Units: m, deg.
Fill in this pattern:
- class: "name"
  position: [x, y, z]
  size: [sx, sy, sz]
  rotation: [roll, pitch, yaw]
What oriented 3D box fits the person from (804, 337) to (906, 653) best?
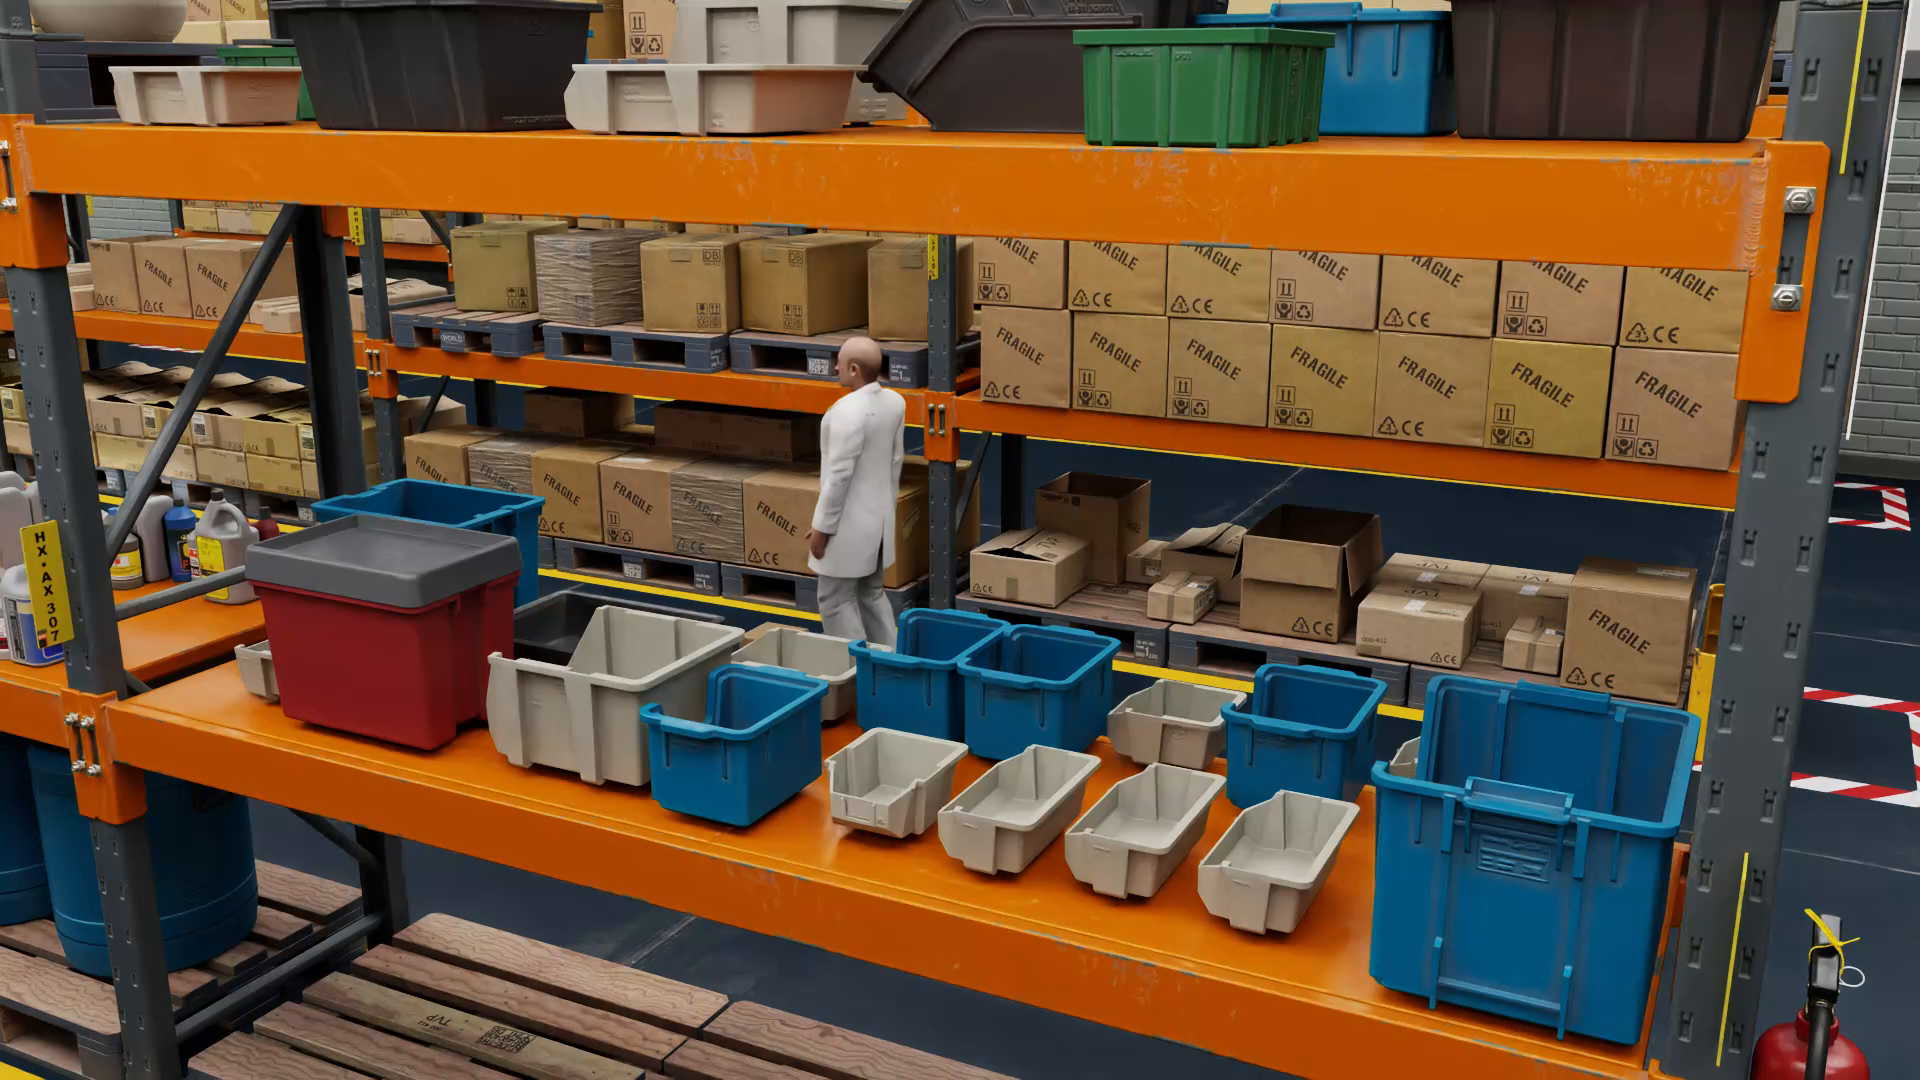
- class: "person"
  position: [-0.494, -0.056, 7.900]
  size: [0.429, 1.833, 0.601]
  rotation: [8, 17, 27]
